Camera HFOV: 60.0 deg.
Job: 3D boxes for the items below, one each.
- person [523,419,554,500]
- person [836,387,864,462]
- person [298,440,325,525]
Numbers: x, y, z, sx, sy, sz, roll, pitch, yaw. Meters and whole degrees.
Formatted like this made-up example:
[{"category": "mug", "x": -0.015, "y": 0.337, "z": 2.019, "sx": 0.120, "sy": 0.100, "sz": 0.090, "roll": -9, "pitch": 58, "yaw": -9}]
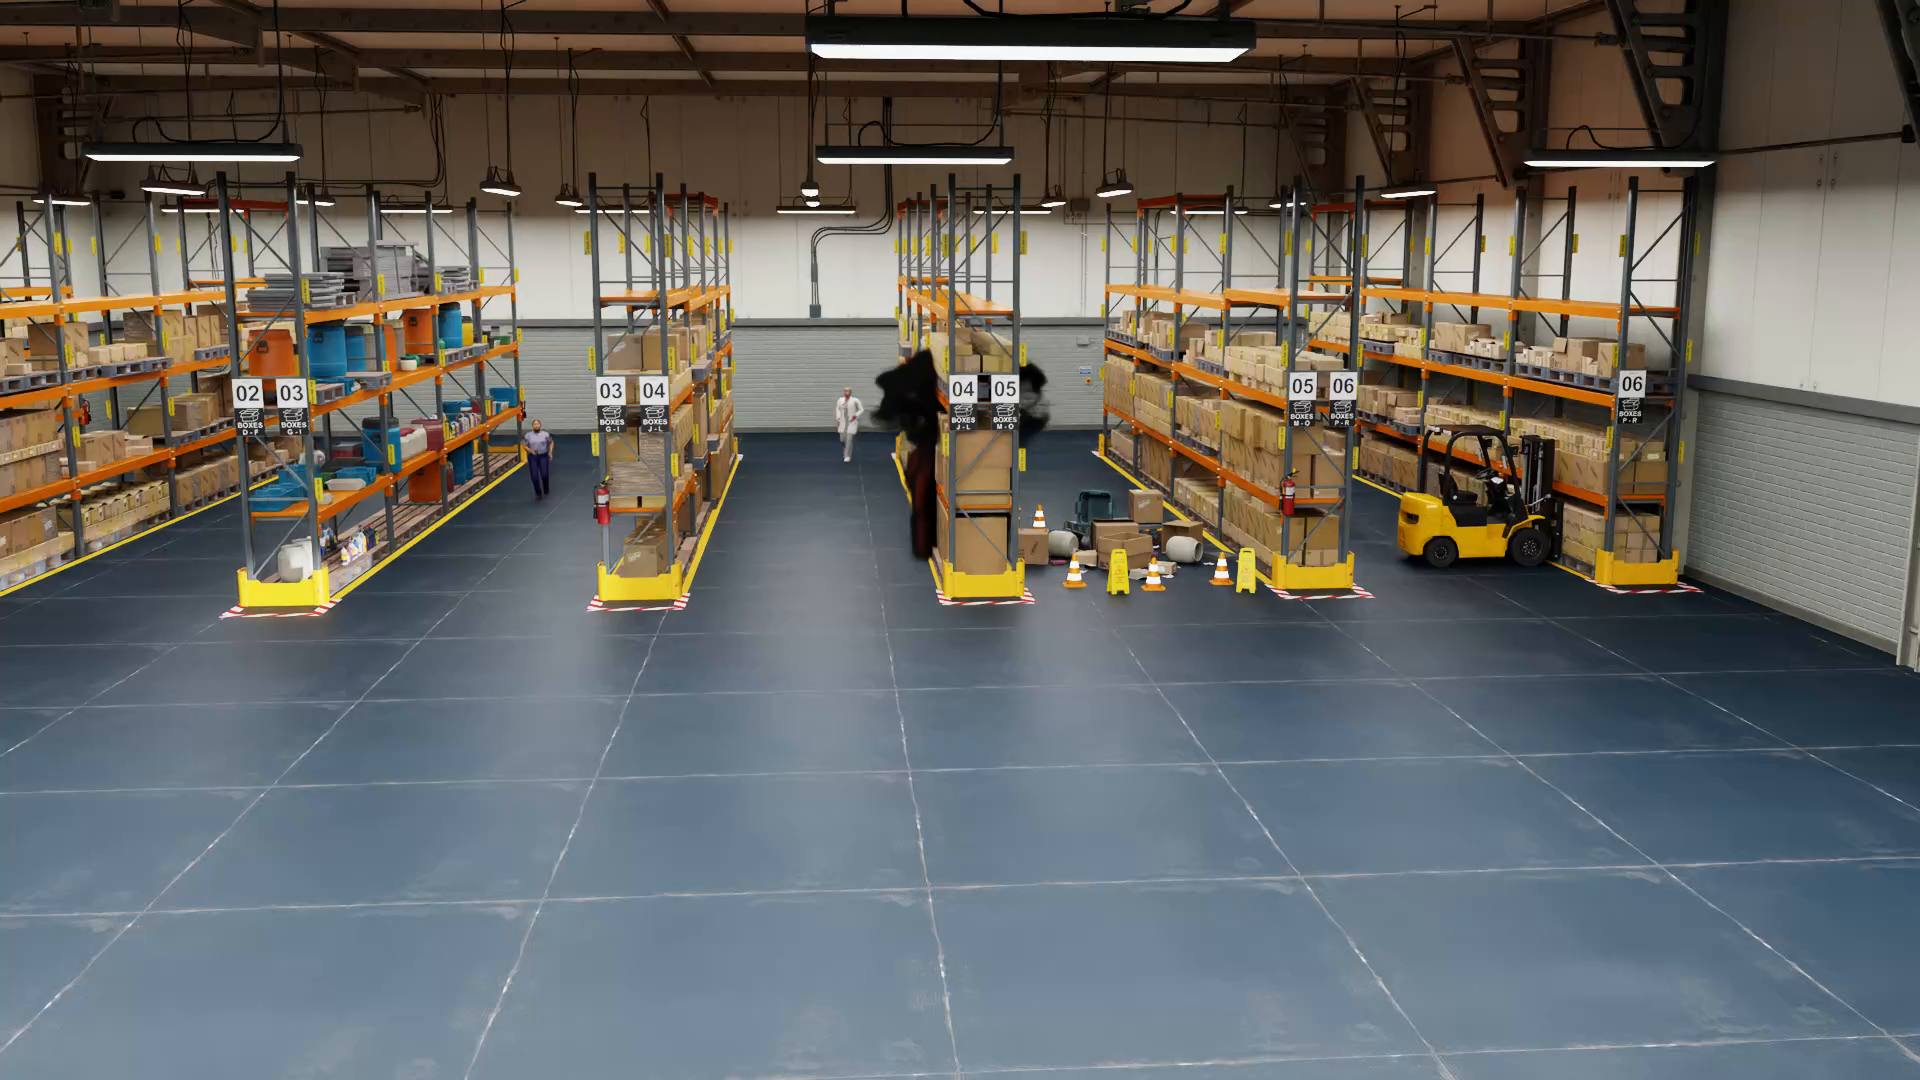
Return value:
[{"category": "person", "x": -8.399, "y": -1.596, "z": 33.170, "sx": 0.600, "sy": 1.596, "sz": 0.539, "roll": -2, "pitch": 10, "yaw": -13}, {"category": "person", "x": -2.611, "y": -2.738, "z": 39.235, "sx": 0.705, "sy": 1.750, "sz": 0.686, "roll": 3, "pitch": 10, "yaw": 15}, {"category": "person", "x": -11.673, "y": -1.045, "z": 30.010, "sx": 0.508, "sy": 1.604, "sz": 0.667, "roll": 0, "pitch": 10, "yaw": 1}]
